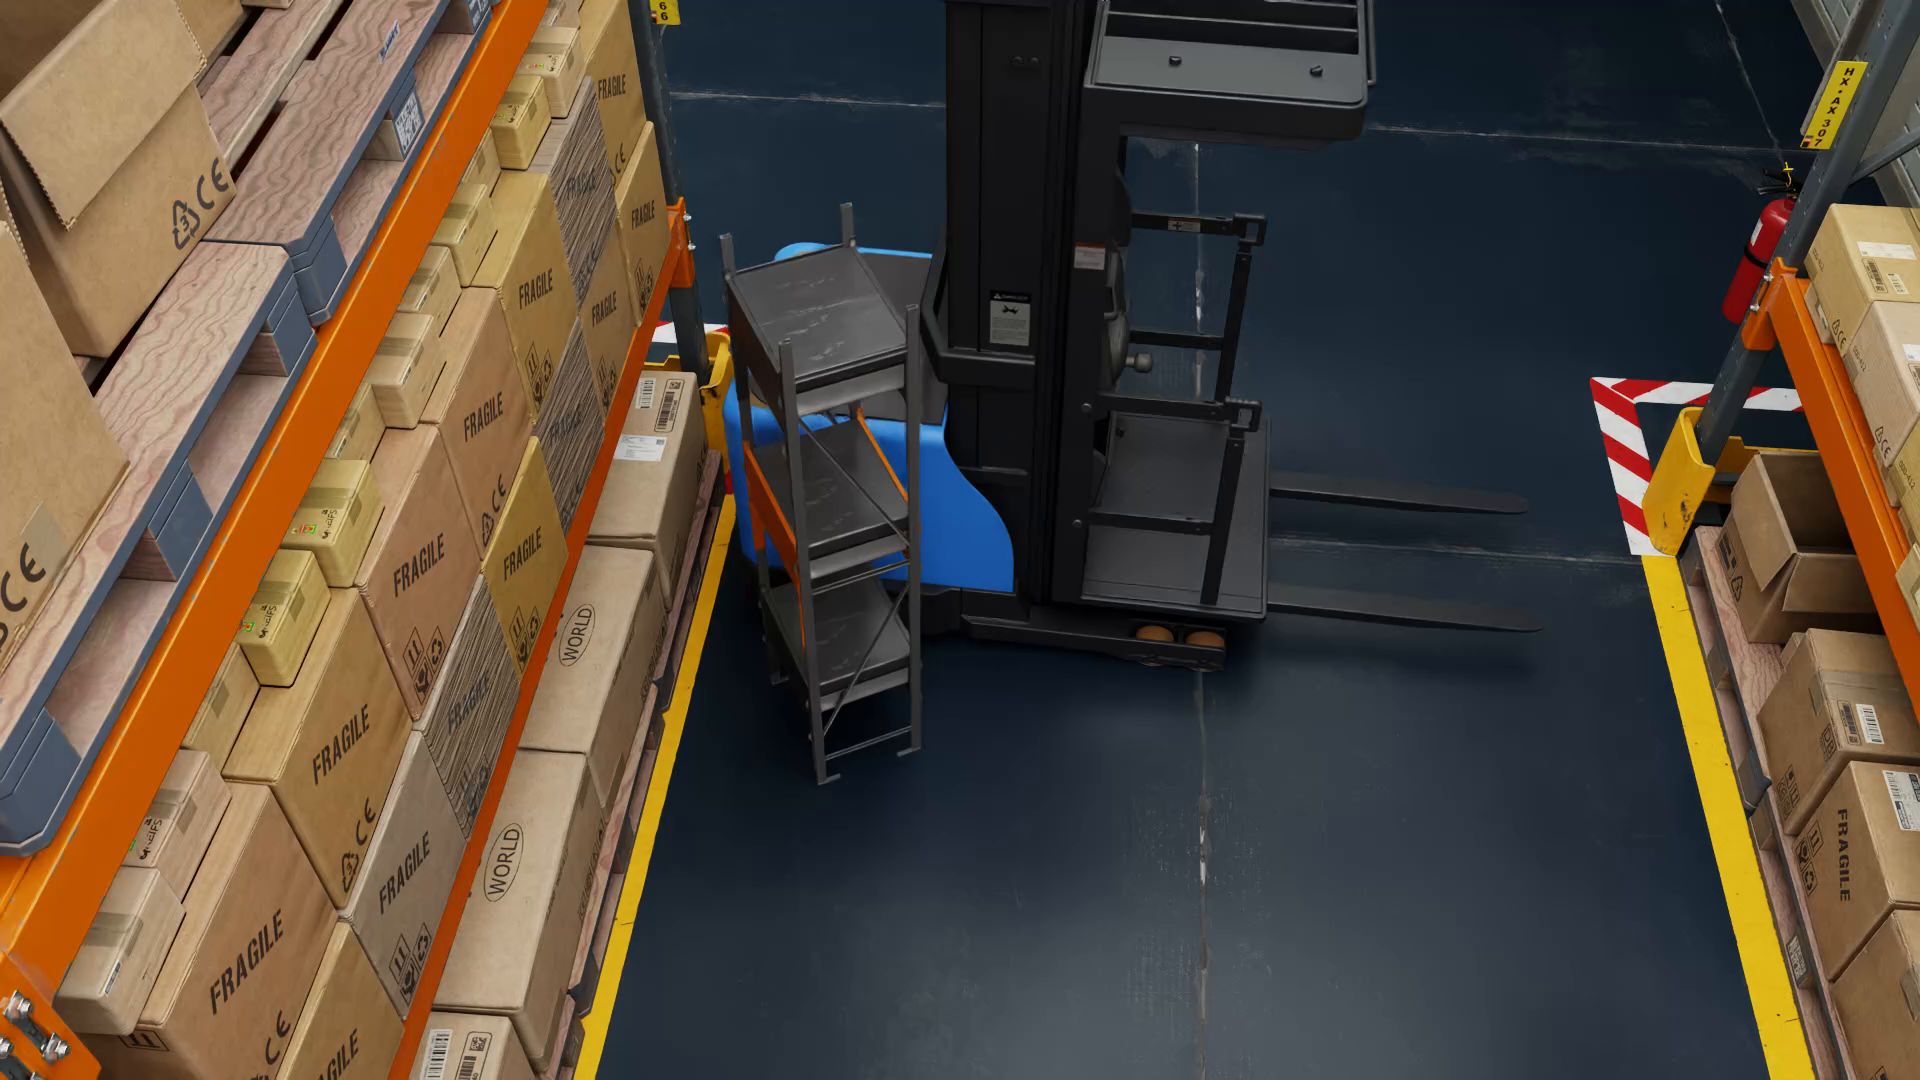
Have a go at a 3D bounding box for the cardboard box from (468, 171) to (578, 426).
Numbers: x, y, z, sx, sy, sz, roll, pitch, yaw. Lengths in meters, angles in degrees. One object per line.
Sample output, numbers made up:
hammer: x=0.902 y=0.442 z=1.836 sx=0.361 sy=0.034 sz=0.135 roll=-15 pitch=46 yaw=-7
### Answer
cardboard box: x=-1.405 y=-0.679 z=4.619 sx=0.500 sy=0.500 sz=0.500 roll=4 pitch=48 yaw=3

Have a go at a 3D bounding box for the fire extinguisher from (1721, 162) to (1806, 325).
fire extinguisher: x=2.965 y=-1.083 z=6.039 sx=0.296 sy=0.674 sz=0.183 roll=4 pitch=48 yaw=4

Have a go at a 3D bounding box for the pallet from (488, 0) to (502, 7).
pallet: x=-1.589 y=-1.864 z=4.475 sx=1.003 sy=0.211 sz=1.213 roll=4 pitch=48 yaw=4

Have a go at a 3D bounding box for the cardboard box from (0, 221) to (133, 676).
cardboard box: x=-1.634 y=-0.128 z=2.407 sx=0.500 sy=0.500 sz=0.500 roll=5 pitch=48 yaw=4

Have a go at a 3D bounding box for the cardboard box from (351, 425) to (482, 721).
cardboard box: x=-1.502 y=0.061 z=3.942 sx=0.500 sy=0.500 sz=0.500 roll=5 pitch=48 yaw=4

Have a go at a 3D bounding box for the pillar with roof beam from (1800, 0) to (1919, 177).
pillar with roof beam: x=0.268 y=-5.331 z=5.554 sx=9.100 sy=9.000 sz=0.400 roll=4 pitch=48 yaw=4

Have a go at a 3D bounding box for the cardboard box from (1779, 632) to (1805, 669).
cardboard box: x=3.184 y=0.477 z=5.954 sx=0.380 sy=0.149 sz=0.250 roll=2 pitch=48 yaw=2

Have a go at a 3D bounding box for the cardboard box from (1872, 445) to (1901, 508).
cardboard box: x=3.058 y=-0.221 z=5.116 sx=0.380 sy=0.149 sz=0.250 roll=5 pitch=48 yaw=5

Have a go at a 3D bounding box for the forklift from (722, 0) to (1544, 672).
forklift: x=0.717 y=-0.909 z=5.621 sx=3.031 sy=2.935 sz=1.130 roll=6 pitch=48 yaw=5

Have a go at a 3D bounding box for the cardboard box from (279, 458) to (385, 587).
cardboard box: x=-1.484 y=-0.044 z=3.599 sx=0.380 sy=0.149 sz=0.250 roll=3 pitch=48 yaw=2

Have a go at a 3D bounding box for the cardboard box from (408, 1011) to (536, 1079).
cardboard box: x=-1.732 y=1.781 z=4.566 sx=0.875 sy=0.438 sz=0.875 roll=3 pitch=48 yaw=3

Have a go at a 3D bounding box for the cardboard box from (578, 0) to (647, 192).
cardboard box: x=-1.339 y=-1.428 z=5.304 sx=0.500 sy=0.500 sz=0.500 roll=5 pitch=48 yaw=5

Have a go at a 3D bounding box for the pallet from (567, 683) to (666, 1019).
pallet: x=-1.641 y=1.001 z=5.718 sx=1.003 sy=0.211 sz=1.213 roll=4 pitch=48 yaw=4

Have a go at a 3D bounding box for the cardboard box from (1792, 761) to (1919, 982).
cardboard box: x=2.997 y=1.056 z=5.187 sx=0.500 sy=0.500 sz=0.500 roll=5 pitch=48 yaw=4

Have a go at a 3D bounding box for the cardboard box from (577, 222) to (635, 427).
cardboard box: x=-1.373 y=-0.721 z=5.335 sx=0.500 sy=0.500 sz=0.500 roll=3 pitch=48 yaw=3

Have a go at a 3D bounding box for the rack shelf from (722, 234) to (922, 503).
rack shelf: x=-0.402 y=-0.504 z=4.876 sx=0.431 sy=0.518 sz=0.480 roll=-18 pitch=51 yaw=-16

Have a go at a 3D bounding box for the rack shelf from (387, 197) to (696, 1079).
rack shelf: x=-1.714 y=0.285 z=4.970 sx=1.077 sy=0.370 sz=4.000 roll=4 pitch=48 yaw=4

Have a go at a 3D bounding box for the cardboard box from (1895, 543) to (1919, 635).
cardboard box: x=2.941 y=0.155 z=4.772 sx=0.380 sy=0.149 sz=0.250 roll=3 pitch=48 yaw=2

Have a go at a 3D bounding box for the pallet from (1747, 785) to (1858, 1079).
pallet: x=3.219 y=1.381 z=5.370 sx=1.003 sy=0.211 sz=1.213 roll=4 pitch=48 yaw=4

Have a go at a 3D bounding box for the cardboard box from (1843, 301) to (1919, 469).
cardboard box: x=3.056 y=-0.460 z=5.064 sx=0.500 sy=0.250 sz=0.500 roll=4 pitch=48 yaw=4

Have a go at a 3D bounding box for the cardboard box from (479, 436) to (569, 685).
cardboard box: x=-1.444 y=0.038 z=4.641 sx=0.500 sy=0.500 sz=0.500 roll=5 pitch=48 yaw=5

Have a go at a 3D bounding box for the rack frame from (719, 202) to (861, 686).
rack frame: x=-0.512 y=-0.214 z=5.535 sx=0.400 sy=2.100 sz=0.015 roll=-18 pitch=51 yaw=-16

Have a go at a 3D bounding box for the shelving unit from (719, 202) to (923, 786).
shelving unit: x=-0.412 y=-0.047 z=5.388 sx=0.431 sy=2.100 sz=0.503 roll=-18 pitch=51 yaw=-16

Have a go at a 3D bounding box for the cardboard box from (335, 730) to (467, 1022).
cardboard box: x=-1.543 y=0.782 z=3.961 sx=0.500 sy=0.500 sz=0.500 roll=4 pitch=48 yaw=4

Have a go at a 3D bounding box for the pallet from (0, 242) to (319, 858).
pallet: x=-1.811 y=-0.071 z=2.835 sx=1.003 sy=0.211 sz=1.213 roll=4 pitch=48 yaw=4

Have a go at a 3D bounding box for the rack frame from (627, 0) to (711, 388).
rack frame: x=-1.532 y=-1.427 z=6.049 sx=1.000 sy=3.000 sz=0.127 roll=4 pitch=48 yaw=4

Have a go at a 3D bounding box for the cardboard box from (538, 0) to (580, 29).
cardboard box: x=-1.364 y=-1.552 z=4.978 sx=0.380 sy=0.149 sz=0.250 roll=5 pitch=48 yaw=4

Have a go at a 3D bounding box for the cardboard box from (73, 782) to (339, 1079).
cardboard box: x=-1.612 y=0.807 z=3.260 sx=0.500 sy=0.500 sz=0.500 roll=4 pitch=48 yaw=4

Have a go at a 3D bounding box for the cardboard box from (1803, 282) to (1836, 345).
cardboard box: x=3.108 y=-0.788 z=5.634 sx=0.380 sy=0.149 sz=0.250 roll=4 pitch=48 yaw=3

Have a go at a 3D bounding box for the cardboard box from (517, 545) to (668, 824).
cardboard box: x=-1.568 y=0.460 z=5.774 sx=0.875 sy=0.438 sz=0.875 roll=5 pitch=48 yaw=5

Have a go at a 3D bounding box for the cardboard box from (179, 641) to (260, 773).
cardboard box: x=-1.621 y=0.327 z=3.259 sx=0.380 sy=0.149 sz=0.250 roll=3 pitch=48 yaw=3

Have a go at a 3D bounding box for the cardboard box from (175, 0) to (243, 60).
cardboard box: x=-1.865 y=-1.178 z=3.367 sx=0.500 sy=0.500 sz=0.500 roll=5 pitch=48 yaw=4

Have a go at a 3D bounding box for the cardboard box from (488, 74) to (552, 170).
cardboard box: x=-1.368 y=-1.174 z=4.632 sx=0.380 sy=0.149 sz=0.250 roll=5 pitch=48 yaw=4

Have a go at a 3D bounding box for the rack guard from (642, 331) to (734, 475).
rack guard: x=-1.530 y=-0.601 z=6.987 sx=1.175 sy=0.500 sz=0.348 roll=4 pitch=48 yaw=4

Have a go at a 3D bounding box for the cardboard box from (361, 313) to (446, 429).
cardboard box: x=-1.452 y=-0.411 z=3.934 sx=0.380 sy=0.149 sz=0.250 roll=4 pitch=48 yaw=4

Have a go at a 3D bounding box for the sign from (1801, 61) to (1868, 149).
sign: x=2.871 y=-1.425 z=5.460 sx=0.100 sy=0.325 sz=0.005 roll=4 pitch=48 yaw=4

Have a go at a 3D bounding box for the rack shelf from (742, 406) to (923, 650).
rack shelf: x=-0.413 y=-0.038 z=5.398 sx=0.431 sy=0.518 sz=0.480 roll=-18 pitch=51 yaw=-16

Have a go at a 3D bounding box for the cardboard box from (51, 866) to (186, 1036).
cardboard box: x=-1.609 y=0.707 z=2.911 sx=0.380 sy=0.149 sz=0.250 roll=3 pitch=48 yaw=3

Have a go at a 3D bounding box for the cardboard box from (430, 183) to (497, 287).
cardboard box: x=-1.427 y=-0.799 z=4.289 sx=0.380 sy=0.149 sz=0.250 roll=5 pitch=48 yaw=4
